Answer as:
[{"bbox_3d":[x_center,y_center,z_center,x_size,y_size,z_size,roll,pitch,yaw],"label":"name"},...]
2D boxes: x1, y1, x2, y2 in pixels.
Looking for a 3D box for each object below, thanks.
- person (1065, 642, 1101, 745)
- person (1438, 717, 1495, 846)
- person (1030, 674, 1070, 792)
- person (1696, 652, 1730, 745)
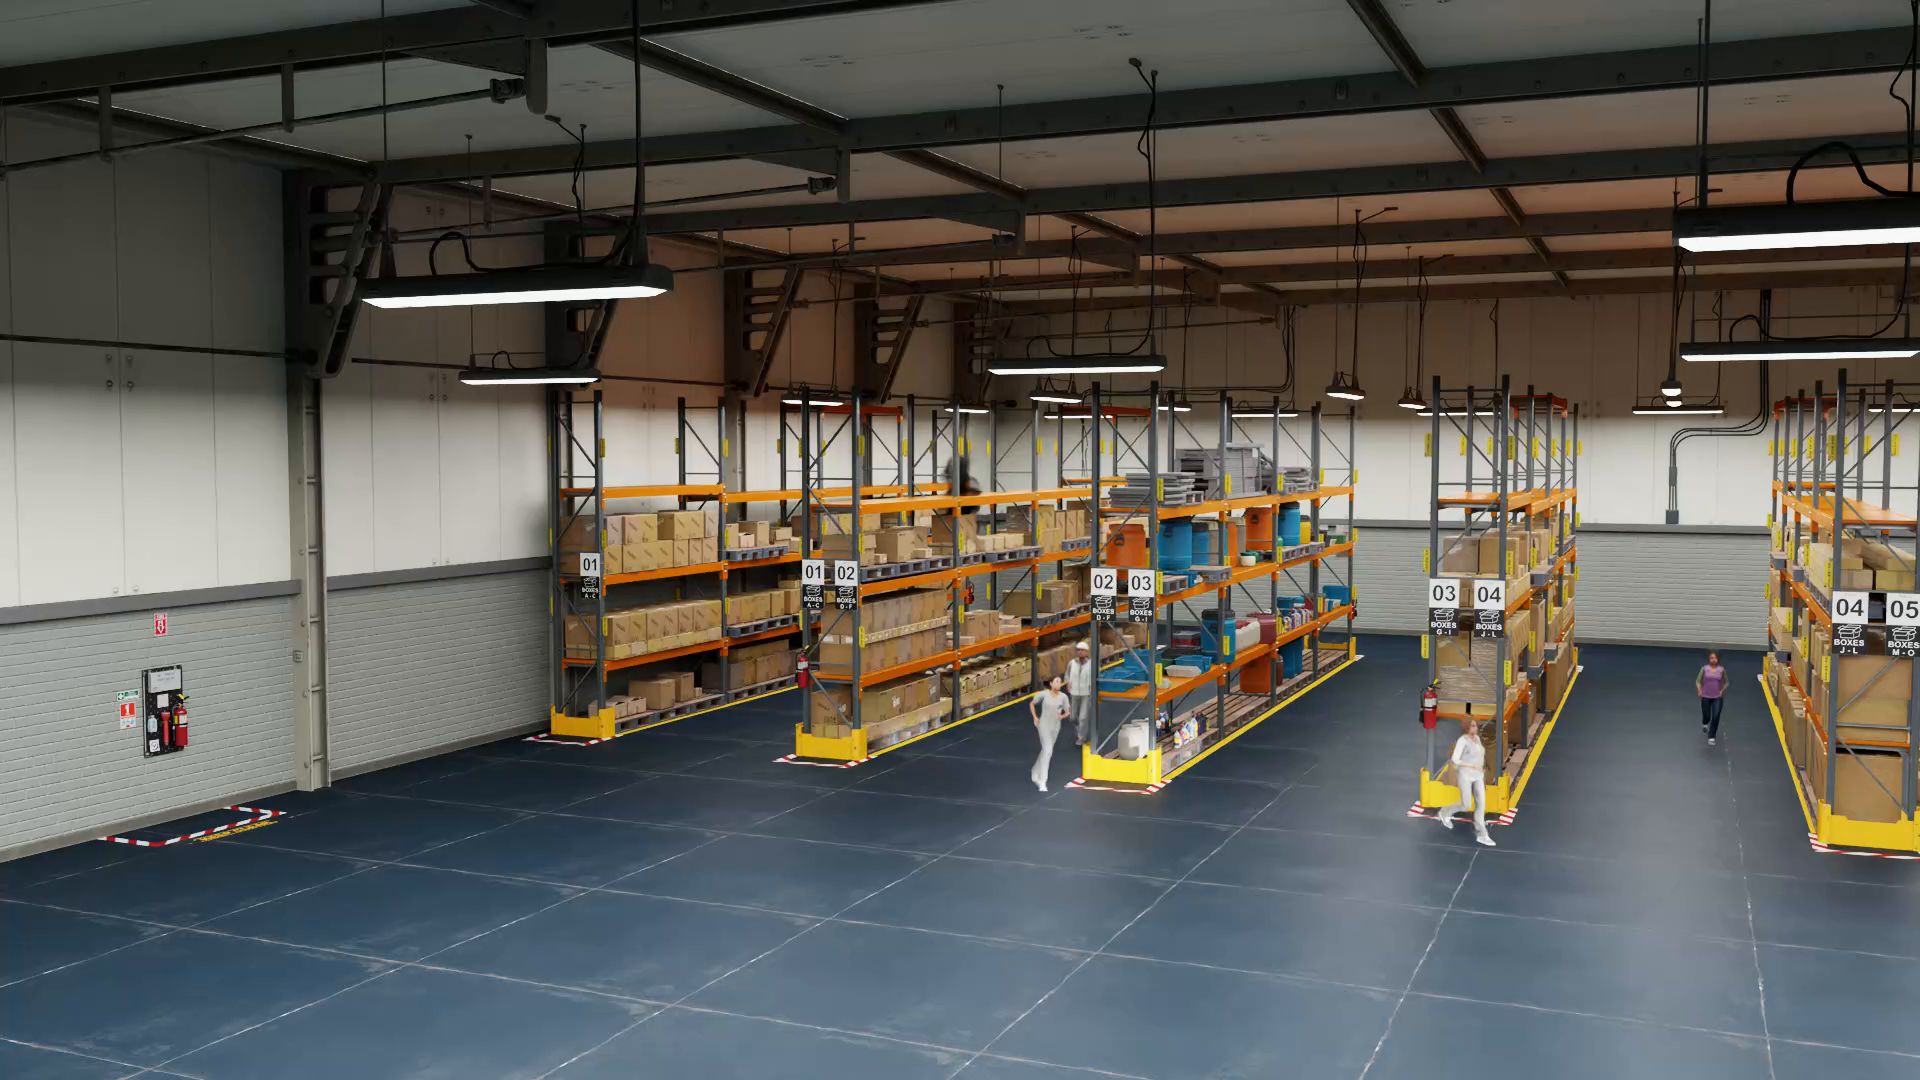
[{"bbox_3d":[2.067,2.585,28.092,0.645,1.727,0.580,1,3,17],"label":"person"},{"bbox_3d":[6.458,3.034,21.125,0.542,1.583,0.858,-2,4,-33],"label":"person"},{"bbox_3d":[1.336,2.826,24.602,0.556,1.705,0.681,-1,3,-22],"label":"person"},{"bbox_3d":[12.747,2.680,28.176,0.527,1.525,0.560,1,3,22],"label":"person"}]
